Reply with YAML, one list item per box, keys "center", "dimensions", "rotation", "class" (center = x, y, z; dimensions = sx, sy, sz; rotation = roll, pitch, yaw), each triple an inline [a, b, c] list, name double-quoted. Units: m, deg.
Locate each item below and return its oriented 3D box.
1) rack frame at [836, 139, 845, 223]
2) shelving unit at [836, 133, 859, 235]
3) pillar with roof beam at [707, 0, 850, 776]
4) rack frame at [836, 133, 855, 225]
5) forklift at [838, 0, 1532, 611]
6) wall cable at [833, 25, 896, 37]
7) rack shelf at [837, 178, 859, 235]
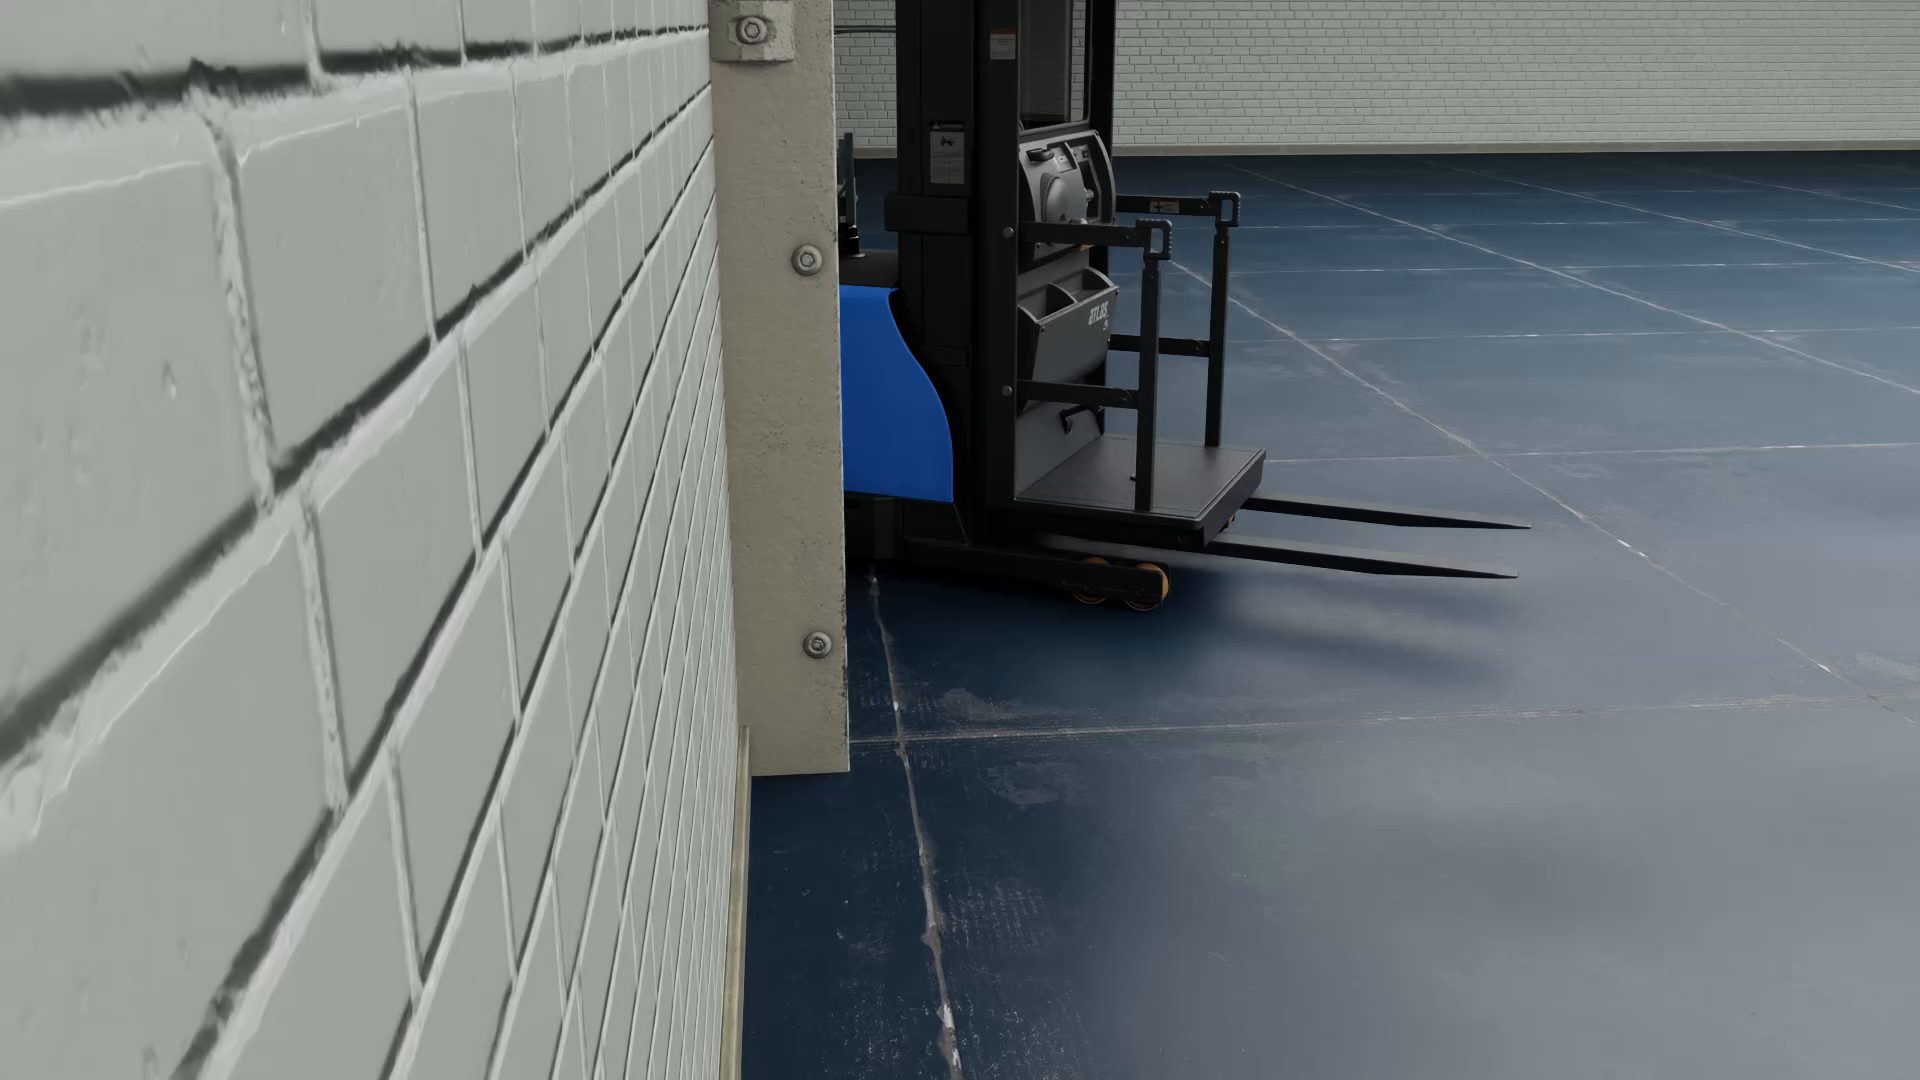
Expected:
- center: [-0.692, -1.021, 7.439]
  dimensions: [0.400, 1.500, 0.023]
  rotation: [-2, 12, -6]
  class: "rack frame"
- center: [-0.654, -0.948, 7.082]
  dimensions: [0.431, 1.500, 0.755]
  rotation: [-2, 12, -6]
  class: "shelving unit"
- center: [3.801, -3.836, 3.874]
  dimensions: [9.100, 9.000, 0.400]
  rotation: [-2, 18, -6]
  class: "pillar with roof beam"
- center: [-0.617, -0.874, 6.726]
  dimensions: [0.400, 1.500, 0.023]
  rotation: [-2, 12, -6]
  class: "rack frame"
- center: [0.583, -1.327, 6.011]
  dimensions: [3.031, 2.935, 1.130]
  rotation: [7, 19, 21]
  class: "forklift"
- center: [-1.327, -8.503, 23.923]
  dimensions: [3.097, 2.526, 0.112]
  rotation: [-2, 18, -6]
  class: "wall cable"
- center: [-0.658, -1.330, 7.003]
  dimensions: [0.431, 0.370, 0.720]
  rotation: [-2, 12, -6]
  class: "rack shelf"
